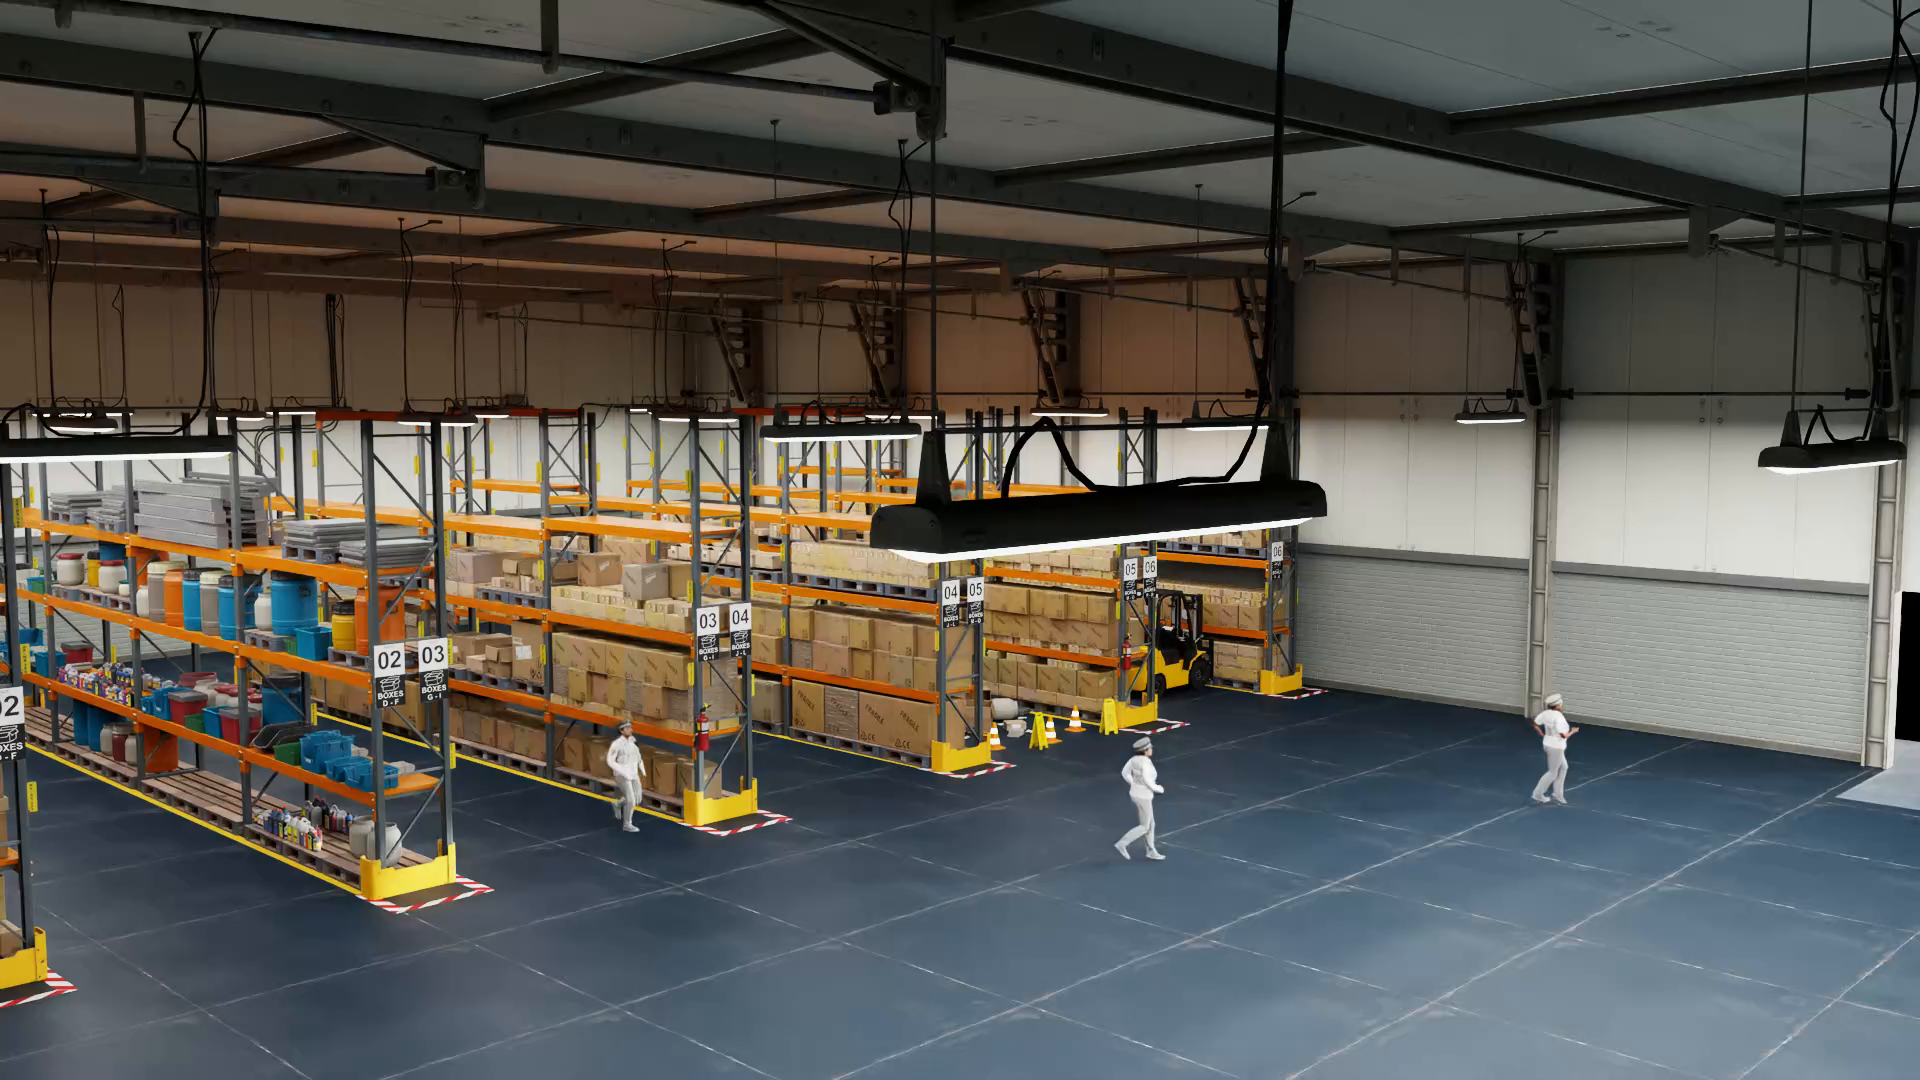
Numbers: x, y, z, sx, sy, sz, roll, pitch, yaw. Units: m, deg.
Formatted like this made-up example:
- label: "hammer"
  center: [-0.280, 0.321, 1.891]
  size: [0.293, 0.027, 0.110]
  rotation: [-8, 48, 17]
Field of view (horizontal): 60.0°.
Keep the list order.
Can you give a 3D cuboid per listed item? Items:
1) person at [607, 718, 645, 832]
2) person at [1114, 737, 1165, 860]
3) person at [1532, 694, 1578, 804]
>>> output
- label: "person"
  center: [-4.849, 3.376, 24.024]
  size: [0.564, 1.644, 0.667]
  rotation: [3, 6, 32]
- label: "person"
  center: [2.420, 3.508, 22.461]
  size: [0.784, 1.705, 0.640]
  rotation: [-2, 5, -18]
- label: "person"
  center: [9.123, 3.229, 25.528]
  size: [0.714, 1.757, 0.556]
  rotation: [0, 5, -5]
